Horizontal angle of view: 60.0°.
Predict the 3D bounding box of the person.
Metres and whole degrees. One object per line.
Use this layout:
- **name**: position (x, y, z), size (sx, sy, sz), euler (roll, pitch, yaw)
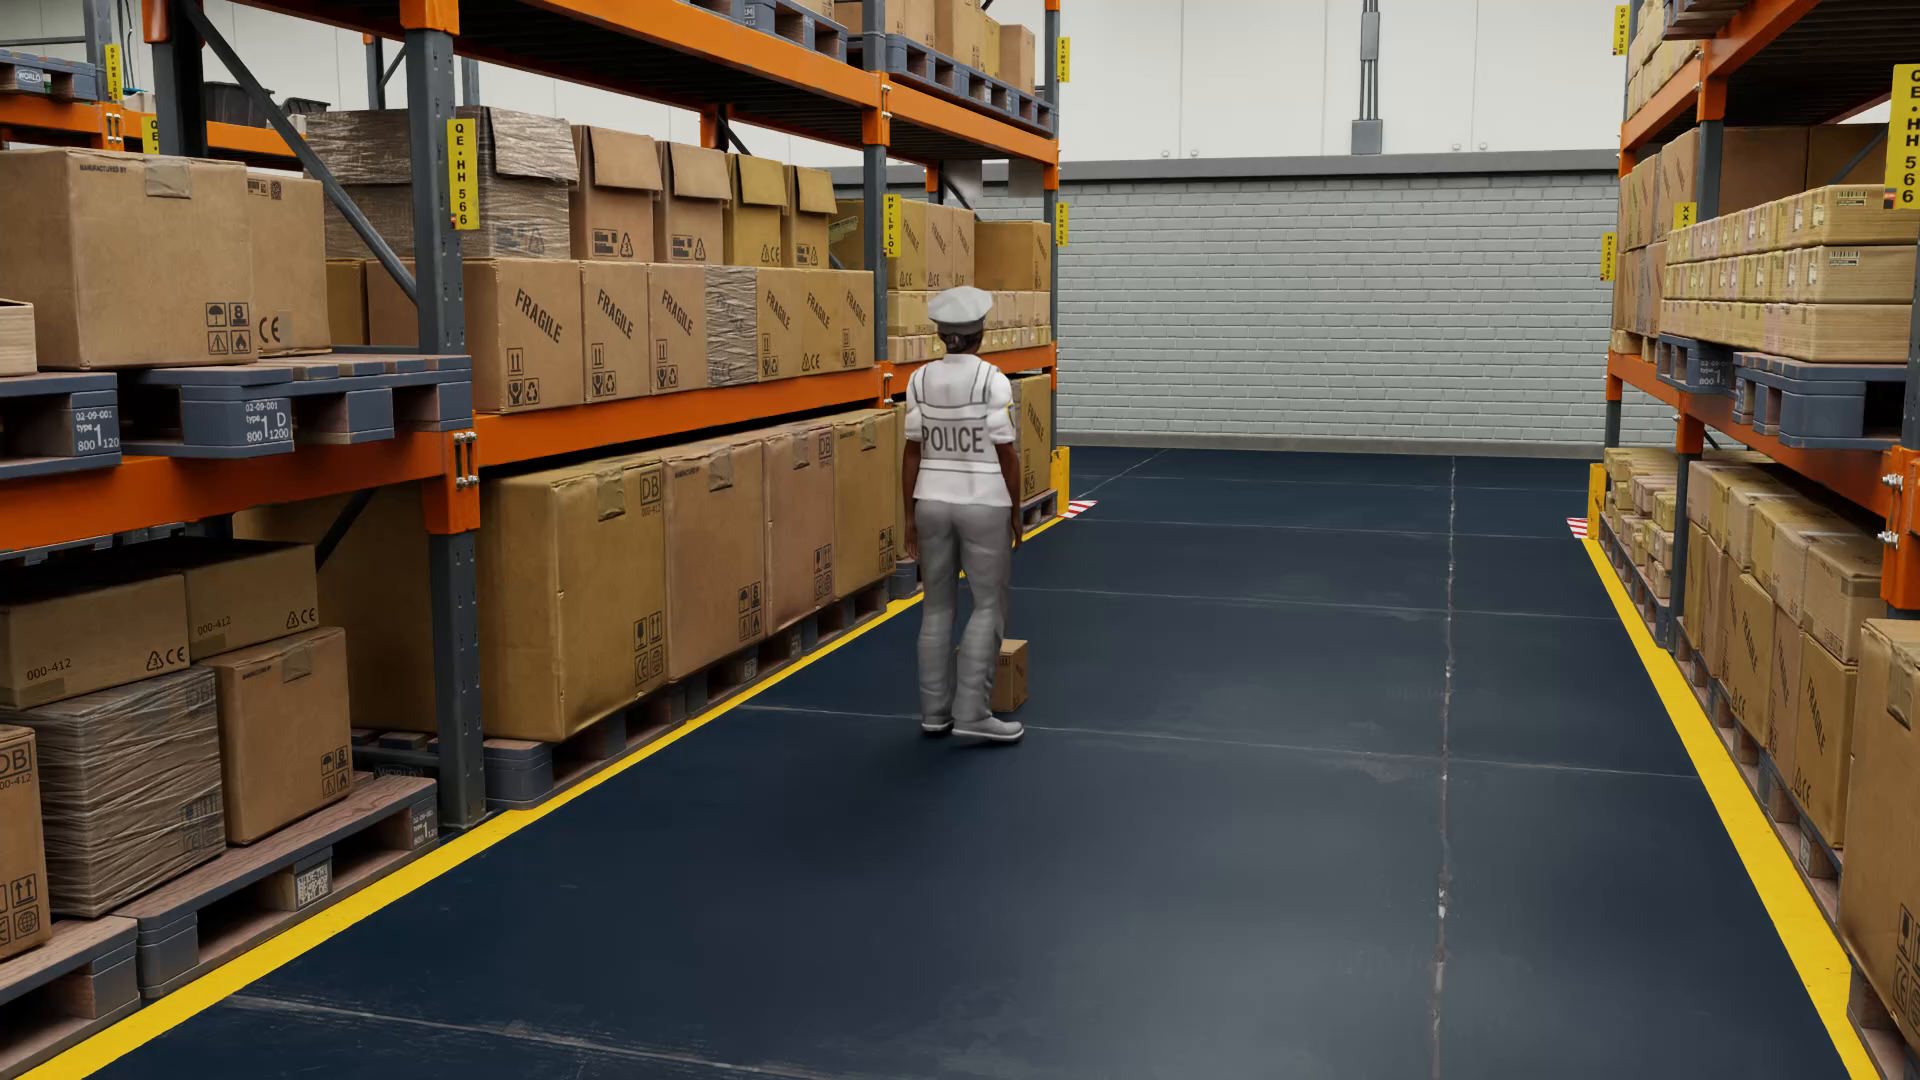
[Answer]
- **person**: position (0.019, -0.101, 6.271), size (0.481, 1.701, 0.393), euler (4, 9, 24)
